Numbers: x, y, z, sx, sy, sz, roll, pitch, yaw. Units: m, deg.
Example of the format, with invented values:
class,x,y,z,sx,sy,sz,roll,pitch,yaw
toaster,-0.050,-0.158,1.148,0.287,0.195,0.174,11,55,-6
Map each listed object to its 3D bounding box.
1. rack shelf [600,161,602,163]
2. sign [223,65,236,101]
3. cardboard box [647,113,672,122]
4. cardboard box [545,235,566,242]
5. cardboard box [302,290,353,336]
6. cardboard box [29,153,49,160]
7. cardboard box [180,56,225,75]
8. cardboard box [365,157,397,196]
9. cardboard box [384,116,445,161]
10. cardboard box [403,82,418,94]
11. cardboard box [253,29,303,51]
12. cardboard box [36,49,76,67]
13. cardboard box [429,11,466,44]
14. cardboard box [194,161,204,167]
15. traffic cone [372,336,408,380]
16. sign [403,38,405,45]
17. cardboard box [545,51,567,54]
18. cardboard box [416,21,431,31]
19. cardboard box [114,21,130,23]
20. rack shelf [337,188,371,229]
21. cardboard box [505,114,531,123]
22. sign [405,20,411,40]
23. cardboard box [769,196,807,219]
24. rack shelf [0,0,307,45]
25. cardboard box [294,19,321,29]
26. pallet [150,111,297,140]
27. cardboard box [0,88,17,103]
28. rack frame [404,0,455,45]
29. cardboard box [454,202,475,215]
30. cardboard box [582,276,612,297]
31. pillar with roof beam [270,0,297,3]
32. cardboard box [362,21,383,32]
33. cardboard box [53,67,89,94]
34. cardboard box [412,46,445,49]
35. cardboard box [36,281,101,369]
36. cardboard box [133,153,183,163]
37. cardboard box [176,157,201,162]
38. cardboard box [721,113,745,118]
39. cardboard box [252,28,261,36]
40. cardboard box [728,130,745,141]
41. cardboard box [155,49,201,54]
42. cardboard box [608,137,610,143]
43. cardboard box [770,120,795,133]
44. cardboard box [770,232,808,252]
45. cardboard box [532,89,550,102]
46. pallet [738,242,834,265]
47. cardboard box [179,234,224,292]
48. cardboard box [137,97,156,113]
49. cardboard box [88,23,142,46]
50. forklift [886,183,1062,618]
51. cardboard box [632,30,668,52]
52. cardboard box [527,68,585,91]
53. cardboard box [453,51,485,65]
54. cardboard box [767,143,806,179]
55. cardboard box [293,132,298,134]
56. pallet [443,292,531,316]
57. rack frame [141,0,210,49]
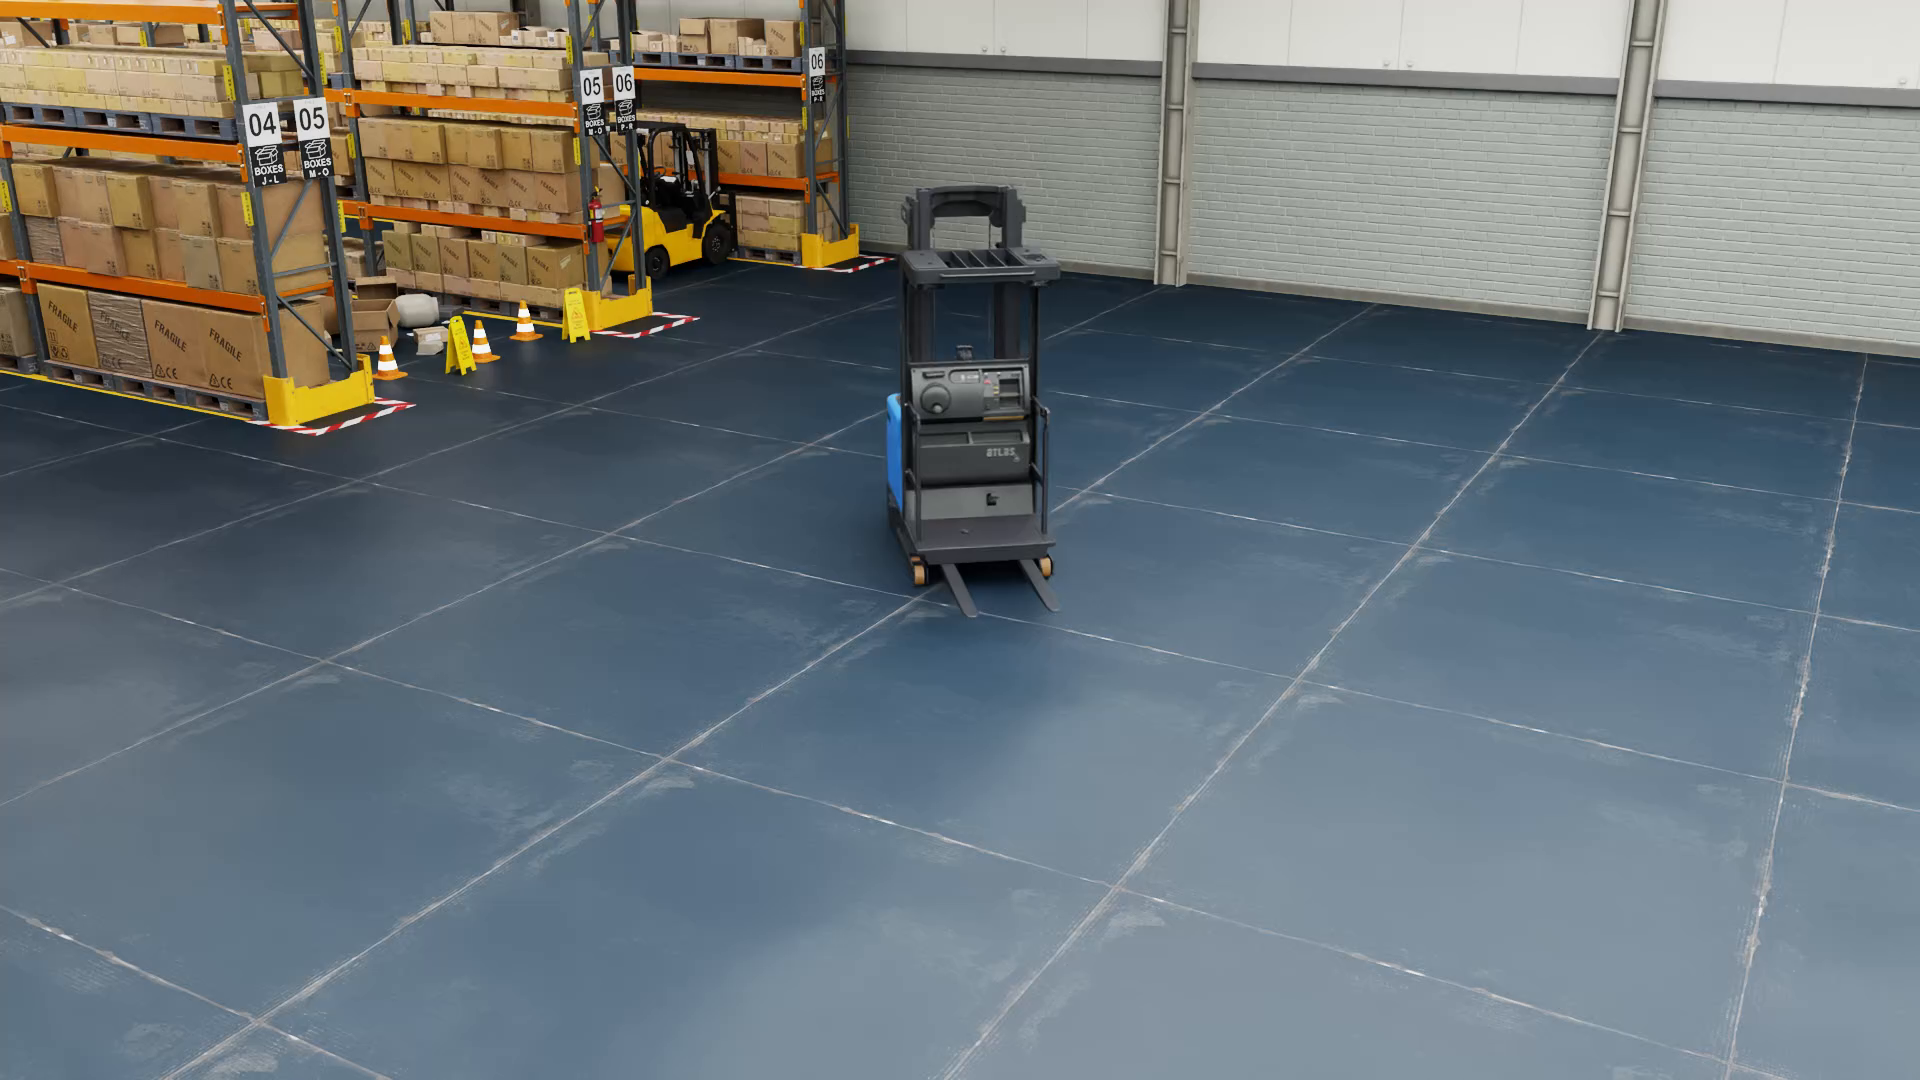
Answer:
class,x,y,z,sx,sy,sz,roll,pitch,yaw
rack shelf,-7.258,-6.403,28.172,4.000,0.370,1.077,11,23,27
sign,-7.040,-4.404,16.027,0.005,0.325,0.100,11,23,27
cardboard box,-4.705,-6.629,26.207,0.250,0.149,0.380,11,23,28
cardboard box,-5.487,-3.828,22.336,0.500,0.500,0.500,10,22,25
cardboard box,-8.026,-2.847,20.775,0.503,0.637,0.797,11,23,27
cardboard box,-14.206,-5.953,26.096,0.500,0.250,0.500,10,22,26
cardboard box,-7.441,-4.683,16.413,0.250,0.149,0.380,11,23,28
cardboard box,-7.682,-4.961,22.559,0.500,0.500,0.500,11,23,27
cardboard box,-7.216,-5.358,22.187,0.500,0.500,0.700,11,23,28
cardboard box,-7.107,-5.975,21.908,0.250,0.149,0.380,12,23,29
cardboard box,-9.400,-6.924,23.025,0.500,0.250,0.500,11,23,28
cardboard box,-9.438,-5.063,17.461,0.250,0.149,0.380,10,22,26
cardboard box,-8.491,-8.582,27.817,0.500,0.500,0.500,11,23,28
cardboard box,-10.999,-5.508,24.404,0.250,0.149,0.380,9,22,24
traffic cone,-6.535,-2.093,18.956,0.334,0.463,0.336,11,23,27
sign,-7.672,-6.746,22.906,0.005,0.325,0.100,11,23,27
cardboard box,-5.065,-6.149,21.217,0.250,0.149,0.380,11,23,27
cardboard box,-9.191,-8.884,28.758,0.250,0.149,0.380,10,22,25
cardboard box,-15.724,-9.970,31.603,0.500,0.250,0.500,11,22,27
rack shelf,-9.676,-4.924,24.097,4.000,0.370,1.077,11,23,27
cardboard box,-7.318,-6.976,27.599,0.250,0.149,0.380,10,22,26
sign,-9.271,-8.565,27.922,0.005,0.325,0.100,11,23,27
cardboard box,-2.574,-5.102,25.481,0.500,0.250,0.500,12,23,29
rack shelf,-8.510,-5.401,17.199,4.000,0.370,1.077,11,23,27
cardboard box,-11.492,-9.097,29.315,0.250,0.149,0.380,11,23,28
pallet,-7.416,-4.263,16.950,1.213,0.211,1.003,11,23,27
cardboard box,-10.104,-4.814,17.945,0.250,0.149,0.380,10,22,26
rack frame,-9.005,-9.894,27.943,0.127,3.000,1.000,11,23,27
cardboard box,-6.466,-4.415,22.006,0.250,0.149,0.380,11,23,27
cardboard box,-5.007,-3.386,22.217,0.500,0.250,0.500,11,22,27
pillar with roof beam,-14.764,-9.661,27.303,0.400,9.000,9.100,11,23,27
cardboard box,-10.085,-8.869,28.716,0.250,0.149,0.380,10,22,26
cardboard box,-9.083,-4.832,17.408,0.500,0.250,0.500,11,22,27
cardboard box,-7.099,-6.519,22.237,0.250,0.149,0.380,11,23,29
cardboard box,-9.741,-2.513,18.893,0.875,0.875,0.875,11,23,28
cardboard box,-11.969,-5.765,24.845,0.500,0.250,0.500,11,23,27
cardboard box,-11.142,-5.836,24.355,0.500,0.500,0.500,10,22,26
cardboard box,-3.546,-6.620,26.182,0.250,0.149,0.380,11,23,28
cardboard box,-12.430,-9.107,29.780,0.250,0.149,0.380,11,23,28
cardboard box,-3.361,-6.239,25.569,0.250,0.149,0.380,10,22,26
cardboard box,-8.233,-5.090,17.536,0.250,0.149,0.380,11,23,28
cardboard box,-6.066,-6.578,27.088,0.500,0.250,0.500,10,22,26
cardboard box,-2.666,-6.263,25.199,0.250,0.149,0.380,11,23,27
cardboard box,-2.585,-4.632,25.652,0.500,0.250,0.500,11,23,28
cardboard box,-5.119,-5.564,20.776,0.250,0.149,0.380,11,23,28
pallet,-2.708,-4.547,26.091,1.213,0.211,1.003,11,23,27
cardboard box,-7.601,-2.978,17.456,0.550,0.550,0.875,11,23,27
cardboard box,-8.108,-4.435,16.898,0.250,0.149,0.380,10,22,27
cardboard box,-12.379,-7.358,24.589,0.500,0.500,0.700,10,22,25
forklift,0.123,-1.154,12.747,1.130,2.935,3.031,-3,20,-9
cardboard box,-4.905,-7.810,25.966,0.500,0.311,0.500,11,23,28
cardboard box,-5.016,-5.749,20.700,0.500,0.250,0.500,10,22,27
cardboard box,-6.232,-6.145,21.207,0.250,0.149,0.380,11,23,29
cardboard box,-2.578,-5.794,25.292,0.500,0.500,0.500,10,22,26
cardboard box,-9.051,-5.739,23.139,0.250,0.149,0.380,10,22,26
pallet,-6.257,-3.315,22.695,1.213,0.211,1.003,11,23,27
rack frame,-11.422,-8.415,23.868,0.127,3.000,1.000,11,23,27
